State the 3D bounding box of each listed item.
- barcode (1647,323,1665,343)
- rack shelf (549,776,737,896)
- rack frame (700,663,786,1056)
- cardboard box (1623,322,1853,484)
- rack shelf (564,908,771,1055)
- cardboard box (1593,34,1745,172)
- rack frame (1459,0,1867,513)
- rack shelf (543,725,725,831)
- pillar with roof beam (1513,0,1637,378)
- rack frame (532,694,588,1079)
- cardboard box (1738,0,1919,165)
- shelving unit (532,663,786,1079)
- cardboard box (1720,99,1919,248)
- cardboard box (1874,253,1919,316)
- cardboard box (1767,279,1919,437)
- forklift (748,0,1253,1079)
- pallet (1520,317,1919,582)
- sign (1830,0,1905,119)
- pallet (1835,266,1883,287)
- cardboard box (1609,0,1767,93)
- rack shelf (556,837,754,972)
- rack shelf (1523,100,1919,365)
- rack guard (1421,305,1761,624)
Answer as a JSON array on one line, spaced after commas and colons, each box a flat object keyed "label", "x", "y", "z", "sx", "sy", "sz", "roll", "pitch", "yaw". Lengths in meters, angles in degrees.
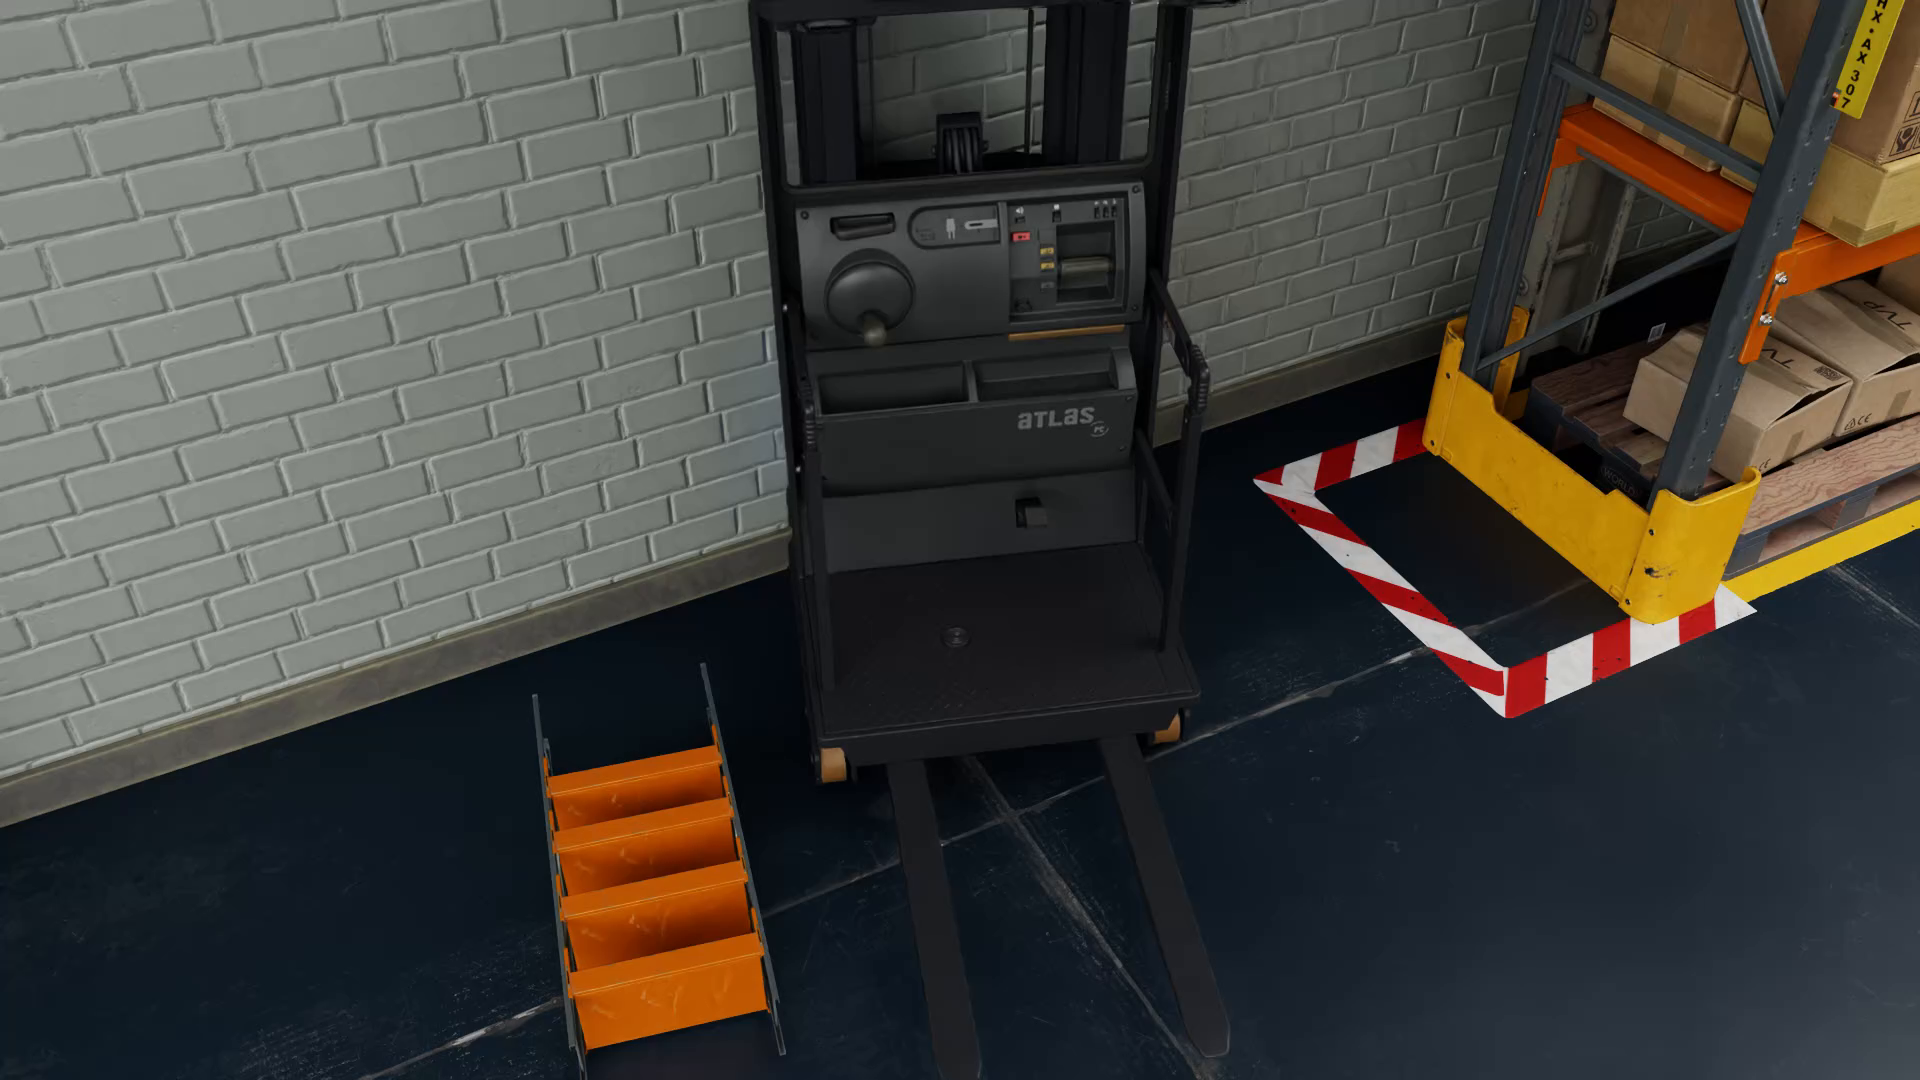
[{"label": "barcode", "x": 2.535, "y": -0.754, "z": 6.053, "sx": 0.075, "sy": 0.075, "sz": 0.001, "roll": -19, "pitch": 44, "yaw": -21}, {"label": "rack shelf", "x": -0.855, "y": 0.828, "z": 4.544, "sx": 0.480, "sy": 0.258, "sz": 0.148, "roll": -10, "pitch": 41, "yaw": -12}, {"label": "rack frame", "x": -0.602, "y": 0.829, "z": 4.543, "sx": 0.015, "sy": 0.240, "sz": 1.200, "roll": -10, "pitch": 41, "yaw": -12}, {"label": "cardboard box", "x": 2.703, "y": -0.516, "z": 5.778, "sx": 0.500, "sy": 0.311, "sz": 0.500, "roll": -24, "pitch": 46, "yaw": -25}, {"label": "rack shelf", "x": -0.735, "y": 1.115, "z": 4.205, "sx": 0.480, "sy": 0.258, "sz": 0.148, "roll": -10, "pitch": 41, "yaw": -12}, {"label": "cardboard box", "x": 2.373, "y": -1.420, "z": 5.207, "sx": 0.500, "sy": 0.250, "sz": 0.500, "roll": -18, "pitch": 43, "yaw": -20}, {"label": "rack frame", "x": 2.048, "y": -1.219, "z": 4.869, "sx": 0.127, "sy": 3.000, "sz": 1.000, "roll": -19, "pitch": 44, "yaw": -21}, {"label": "rack shelf", "x": -0.907, "y": 0.704, "z": 4.690, "sx": 0.480, "sy": 0.258, "sz": 0.148, "roll": -10, "pitch": 41, "yaw": -12}, {"label": "pillar with roof beam", "x": 4.258, "y": -1.747, "z": 0.849, "sx": 0.400, "sy": 9.000, "sz": 9.100, "roll": -19, "pitch": 44, "yaw": -21}, {"label": "rack frame", "x": -1.073, "y": 0.911, "z": 4.446, "sx": 0.015, "sy": 0.240, "sz": 1.200, "roll": -10, "pitch": 41, "yaw": -12}, {"label": "cardboard box", "x": 2.611, "y": -1.426, "z": 4.633, "sx": 0.500, "sy": 0.500, "sz": 0.500, "roll": -19, "pitch": 44, "yaw": -21}, {"label": "shelving unit", "x": -0.838, "y": 0.870, "z": 4.495, "sx": 0.503, "sy": 0.258, "sz": 1.200, "roll": -10, "pitch": 41, "yaw": -12}, {"label": "cardboard box", "x": 2.628, "y": -1.133, "z": 4.868, "sx": 0.500, "sy": 0.250, "sz": 0.500, "roll": -20, "pitch": 44, "yaw": -22}, {"label": "cardboard box", "x": 3.883, "y": -0.949, "z": 6.143, "sx": 0.500, "sy": 0.500, "sz": 0.700, "roll": -21, "pitch": 45, "yaw": -23}, {"label": "cardboard box", "x": 3.209, "y": -0.686, "z": 5.979, "sx": 0.500, "sy": 0.311, "sz": 0.500, "roll": -15, "pitch": 43, "yaw": -17}, {"label": "forklift", "x": 0.072, "y": -0.656, "z": 4.256, "sx": 1.130, "sy": 2.935, "sz": 3.031, "roll": -6, "pitch": 41, "yaw": -7}, {"label": "pallet", "x": 2.853, "y": -0.400, "z": 6.059, "sx": 1.213, "sy": 0.211, "sz": 1.003, "roll": -19, "pitch": 44, "yaw": -21}, {"label": "sign", "x": 2.299, "y": -1.239, "z": 4.222, "sx": 0.005, "sy": 0.325, "sz": 0.100, "roll": -19, "pitch": 44, "yaw": -21}, {"label": "pallet", "x": 3.933, "y": -0.761, "z": 6.486, "sx": 1.213, "sy": 0.211, "sz": 1.003, "roll": -19, "pitch": 44, "yaw": -21}, {"label": "cardboard box", "x": 2.368, "y": -1.718, "z": 4.979, "sx": 0.500, "sy": 0.500, "sz": 0.500, "roll": -19, "pitch": 44, "yaw": -21}, {"label": "rack shelf", "x": -0.797, "y": 0.967, "z": 4.379, "sx": 0.480, "sy": 0.258, "sz": 0.148, "roll": -10, "pitch": 41, "yaw": -12}, {"label": "rack shelf", "x": 3.822, "y": -1.542, "z": 5.806, "sx": 4.000, "sy": 0.370, "sz": 1.077, "roll": -19, "pitch": 44, "yaw": -21}, {"label": "rack guard", "x": 2.116, "y": -0.288, "z": 5.703, "sx": 0.348, "sy": 0.500, "sz": 1.175, "roll": -19, "pitch": 44, "yaw": -21}]
